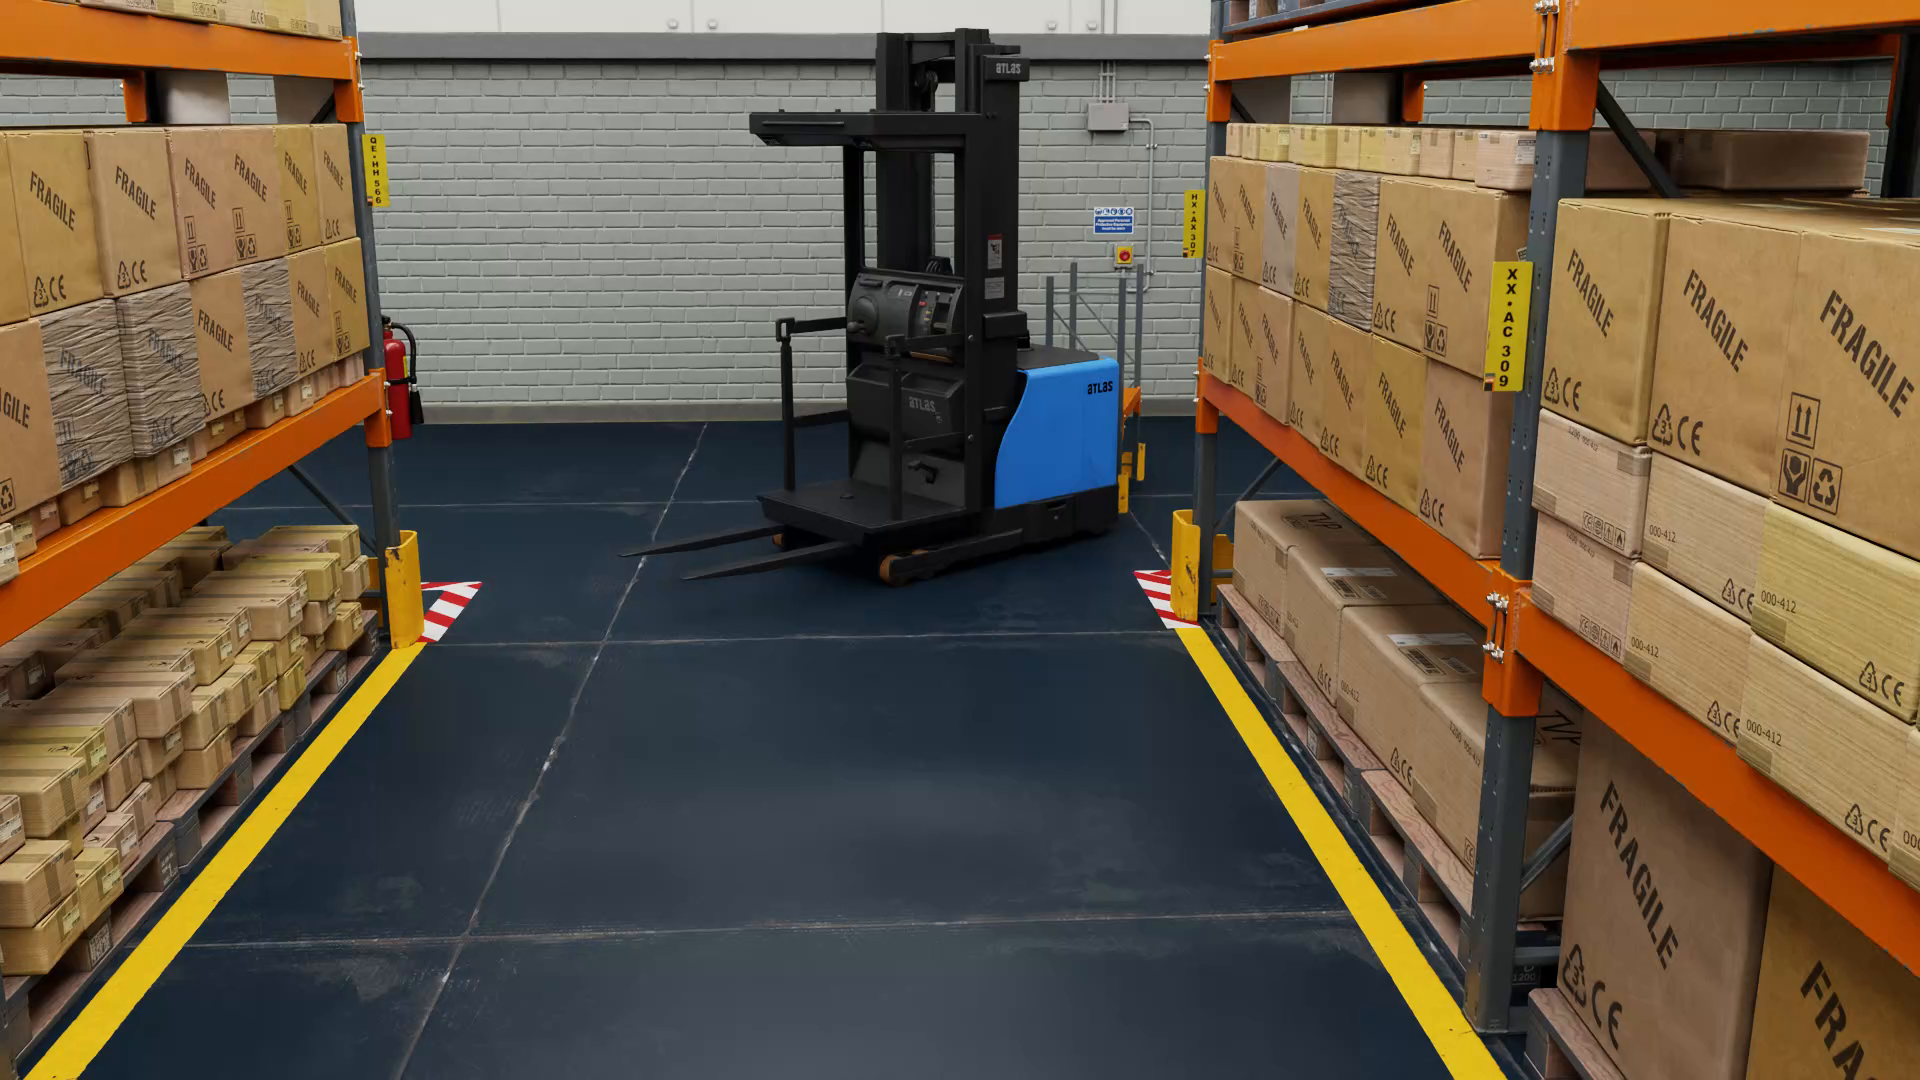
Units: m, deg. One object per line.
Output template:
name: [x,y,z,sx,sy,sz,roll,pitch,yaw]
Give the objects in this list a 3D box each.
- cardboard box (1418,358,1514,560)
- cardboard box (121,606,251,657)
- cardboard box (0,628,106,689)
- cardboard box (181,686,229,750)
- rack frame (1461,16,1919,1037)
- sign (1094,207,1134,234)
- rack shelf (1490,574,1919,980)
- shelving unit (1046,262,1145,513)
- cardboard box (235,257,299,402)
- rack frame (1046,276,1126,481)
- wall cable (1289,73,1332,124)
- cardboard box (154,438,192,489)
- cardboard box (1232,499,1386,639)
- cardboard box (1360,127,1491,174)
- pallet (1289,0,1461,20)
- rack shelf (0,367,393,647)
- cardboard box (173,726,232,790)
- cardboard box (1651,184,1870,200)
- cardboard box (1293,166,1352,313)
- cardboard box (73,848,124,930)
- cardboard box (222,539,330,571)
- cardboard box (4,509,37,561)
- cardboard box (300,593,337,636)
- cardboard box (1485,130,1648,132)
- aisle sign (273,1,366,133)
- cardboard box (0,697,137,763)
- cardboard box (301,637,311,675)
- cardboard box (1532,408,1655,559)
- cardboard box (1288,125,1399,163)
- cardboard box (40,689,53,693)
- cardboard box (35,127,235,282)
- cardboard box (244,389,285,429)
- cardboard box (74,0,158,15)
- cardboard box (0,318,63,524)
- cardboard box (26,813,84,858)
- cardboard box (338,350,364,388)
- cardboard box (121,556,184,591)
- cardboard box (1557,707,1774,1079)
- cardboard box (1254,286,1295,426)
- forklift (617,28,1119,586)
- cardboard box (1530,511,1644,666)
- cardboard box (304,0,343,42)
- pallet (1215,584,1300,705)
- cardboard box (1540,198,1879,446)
cardboard box: [1.655,-0.249,4.776,0.500,0.500,0.500,-1,14,-3]
cardboard box: [-2.926,0.358,6.298,0.380,0.149,0.250,-1,14,-5]
cardboard box: [-3.338,0.430,6.021,0.380,0.149,0.250,-1,14,-3]
cardboard box: [-2.815,0.629,5.844,0.380,0.149,0.250,-1,14,-4]
rack frame: [1.938,-0.090,4.355,1.000,3.000,0.127,-1,14,-3]
sign: [1.266,-2.632,13.693,0.327,0.218,0.001,-1,14,-3]
rack shelf: [2.062,0.756,2.511,1.077,0.370,4.000,-1,14,-3]
shelving unit: [0.899,-1.045,11.076,0.587,1.500,1.083,3,15,12]
cardboard box: [-2.891,-0.813,6.371,0.500,0.500,0.500,-1,14,-3]
rack frame: [0.790,-0.919,10.587,0.500,1.500,0.032,3,15,12]
wall cable: [2.733,-3.003,13.640,0.588,1.984,0.122,-1,14,-3]
cardboard box: [-2.817,-0.269,5.555,0.380,0.149,0.250,0,14,-1]
cardboard box: [1.831,0.116,7.856,0.875,0.438,0.875,-1,14,-5]
cardboard box: [1.586,-1.327,5.655,0.380,0.149,0.250,-1,14,-5]
pallet: [1.826,-2.006,5.960,1.003,0.211,1.213,-1,14,-3]
rack shelf: [-3.120,-0.137,5.983,1.077,0.370,4.000,-1,14,-3]
cardboard box: [-2.819,0.772,5.886,0.380,0.149,0.250,-1,14,-5]
cardboard box: [2.151,-0.744,4.693,0.500,0.500,0.500,-1,14,-3]
cardboard box: [1.546,-1.113,6.125,0.500,0.500,0.500,-1,14,-3]
cardboard box: [-2.714,1.027,4.892,0.380,0.149,0.250,0,14,-2]
cardboard box: [-3.000,0.097,7.313,0.380,0.149,0.250,-1,14,-2]
cardboard box: [-2.777,-0.005,4.530,0.380,0.149,0.250,0,14,-2]
cardboard box: [-2.892,0.306,7.097,0.380,0.149,0.250,-1,15,-6]
cardboard box: [1.694,-1.075,4.677,0.380,0.149,0.250,-1,14,-2]
aisle sign: [-2.949,-2.265,7.591,0.394,0.787,0.004,-1,14,-3]
cardboard box: [-2.872,0.616,5.297,0.380,0.149,0.250,-1,14,-5]
cardboard box: [-2.927,0.513,6.892,0.380,0.149,0.250,-1,14,-3]
cardboard box: [1.684,-0.145,3.869,0.500,0.250,0.500,-1,14,-5]
cardboard box: [1.528,-1.579,6.633,0.380,0.149,0.250,-1,14,-3]
cardboard box: [-3.320,0.577,6.045,0.380,0.149,0.250,0,14,-1]
cardboard box: [-2.859,-1.163,5.722,0.500,0.500,0.500,-1,14,-5]
cardboard box: [-2.907,-0.531,6.574,0.380,0.149,0.250,-2,15,-6]
cardboard box: [-2.814,-1.742,5.057,0.500,0.250,0.500,0,14,-1]
cardboard box: [-2.775,-0.308,4.405,0.500,0.500,0.500,-1,14,-4]
cardboard box: [-2.804,0.888,4.835,0.380,0.149,0.250,-1,14,-3]
cardboard box: [-2.941,-0.785,7.560,0.380,0.149,0.250,-1,14,-3]
cardboard box: [-3.525,0.173,7.018,0.380,0.149,0.250,-1,14,-4]
cardboard box: [2.057,0.889,3.973,0.875,0.875,0.875,0,14,-2]
cardboard box: [1.506,-0.757,6.748,0.500,0.500,0.500,-1,14,-4]
forklift: [-0.472,-1.316,9.261,3.031,2.935,1.130,-12,19,-40]
cardboard box: [1.702,0.096,3.933,0.500,0.250,0.500,-1,14,-5]
cardboard box: [-2.951,-2.254,7.048,0.500,0.250,0.500,-1,14,-5]
pallet: [1.818,0.464,7.801,1.003,0.211,1.213,-1,14,-3]
cardboard box: [1.679,-0.508,3.775,0.500,0.500,0.500,-1,14,-3]
